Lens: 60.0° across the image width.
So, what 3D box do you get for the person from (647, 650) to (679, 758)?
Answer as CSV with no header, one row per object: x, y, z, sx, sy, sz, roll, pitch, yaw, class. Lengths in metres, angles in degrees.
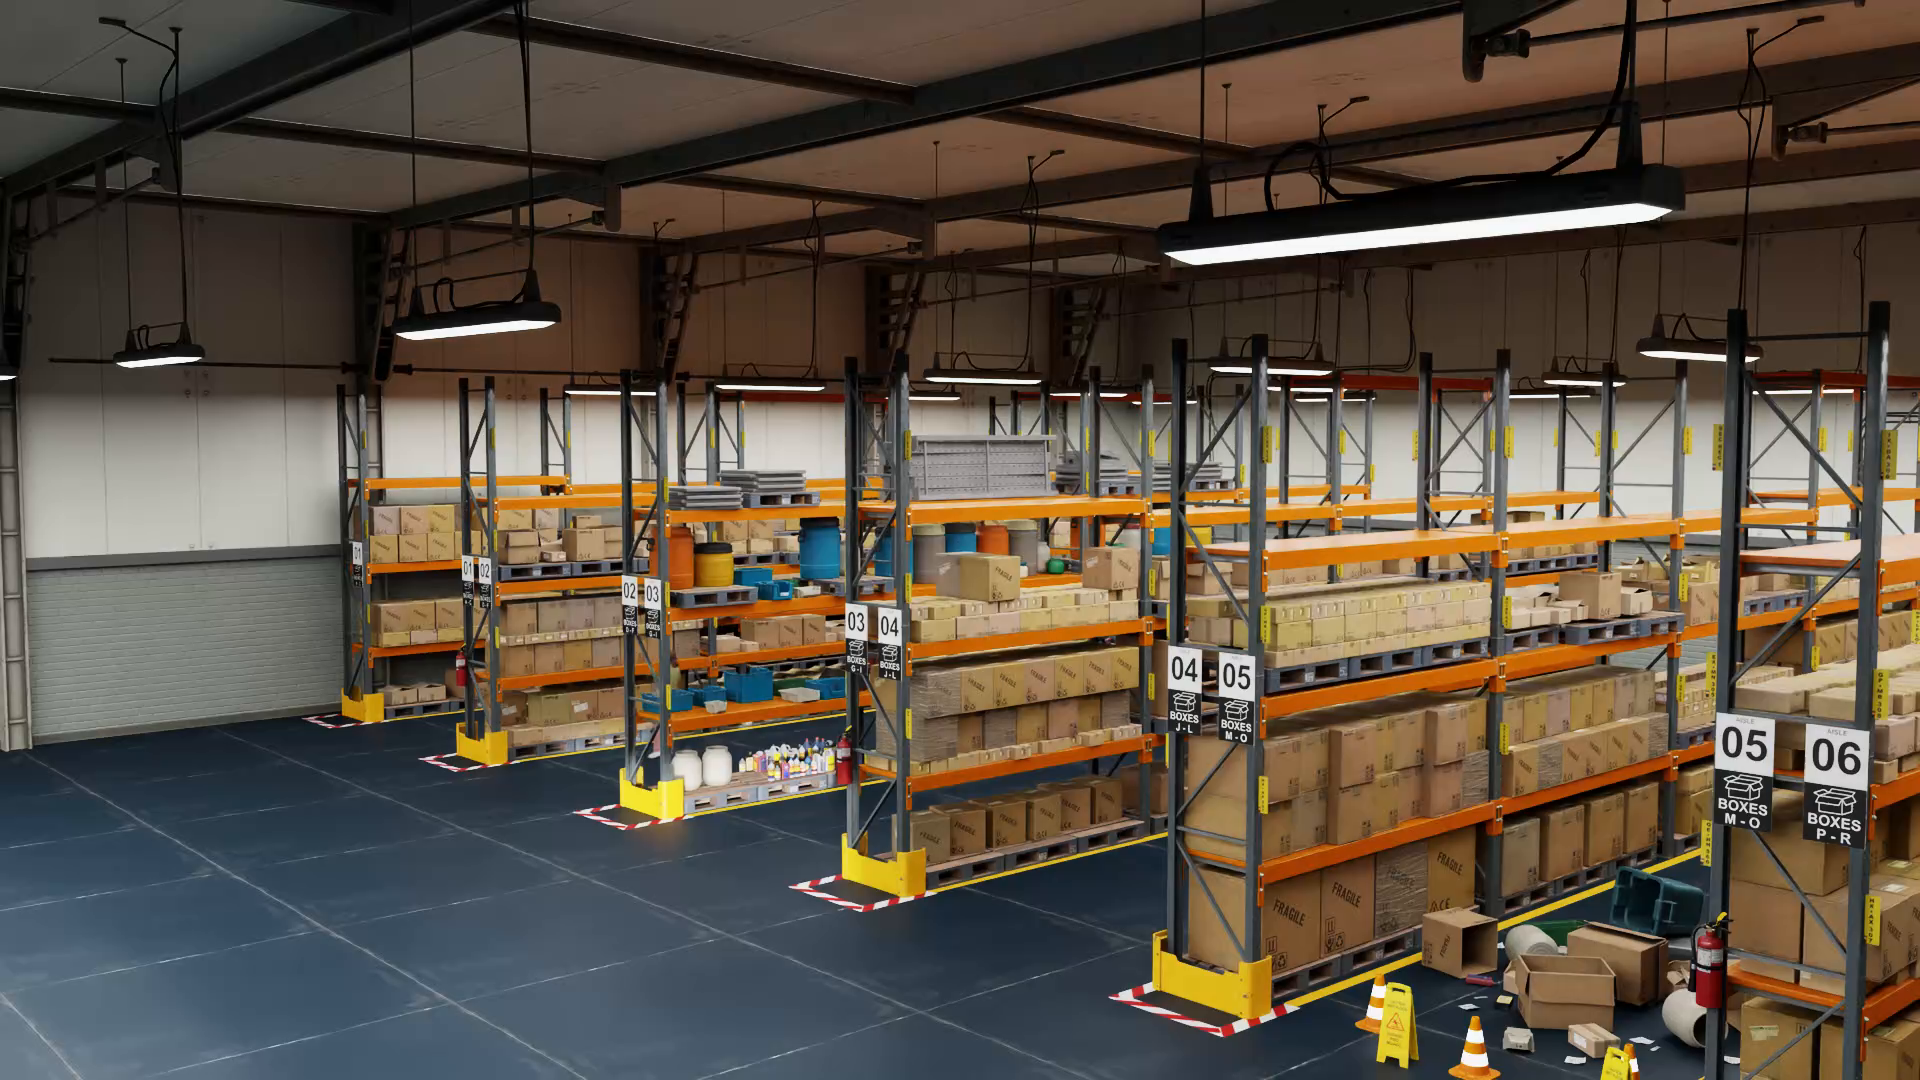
-4.686,2.599,26.439,0.411,1.701,0.536,2,4,23,person
